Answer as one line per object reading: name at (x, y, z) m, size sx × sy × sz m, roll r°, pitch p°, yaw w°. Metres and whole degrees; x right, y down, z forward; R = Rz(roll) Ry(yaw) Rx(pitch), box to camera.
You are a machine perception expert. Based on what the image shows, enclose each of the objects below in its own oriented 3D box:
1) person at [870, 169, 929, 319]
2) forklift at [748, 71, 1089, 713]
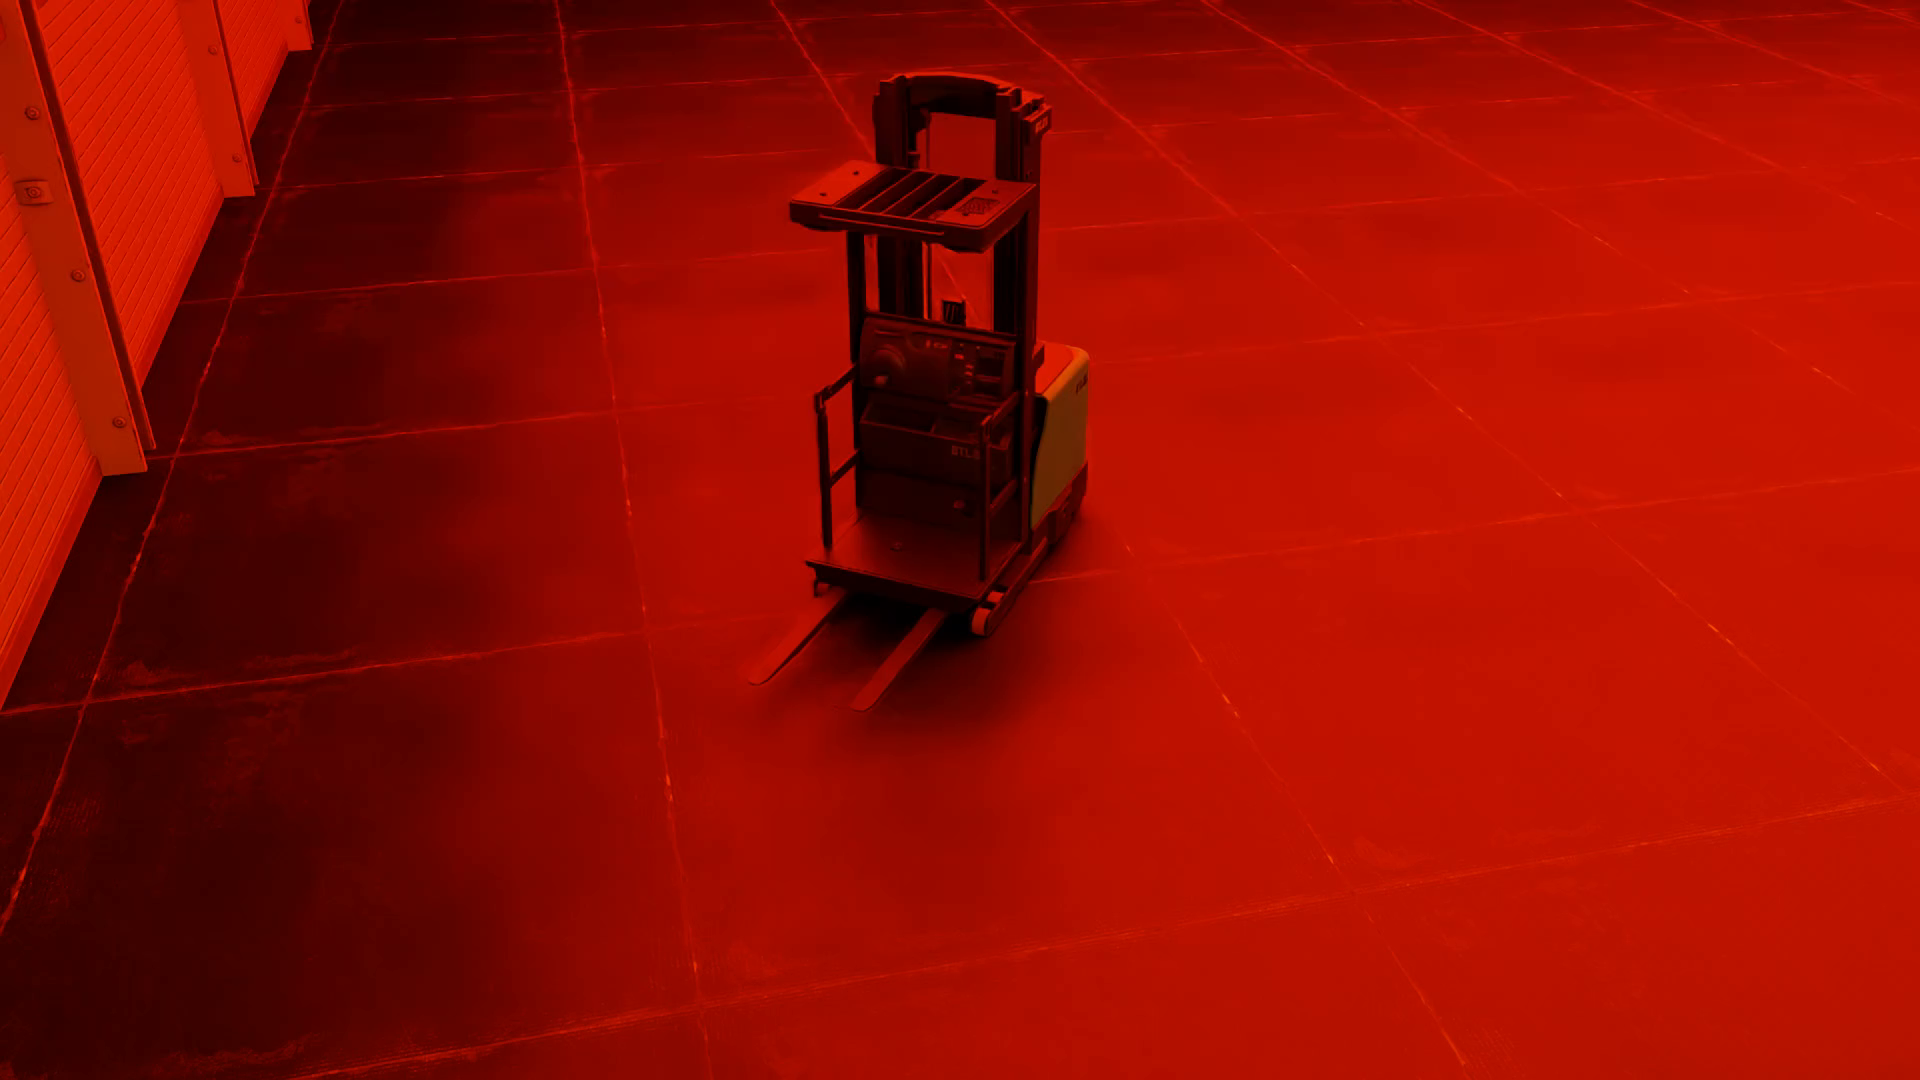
person at (-0.467, -2.350, 12.892) m, size 0.490 × 1.672 × 0.362 m, roll -4°, pitch 30°, yaw -7°
forklift at (-0.216, -0.956, 9.226) m, size 1.130 × 2.935 × 3.031 m, roll 12°, pitch 32°, yaw 20°
